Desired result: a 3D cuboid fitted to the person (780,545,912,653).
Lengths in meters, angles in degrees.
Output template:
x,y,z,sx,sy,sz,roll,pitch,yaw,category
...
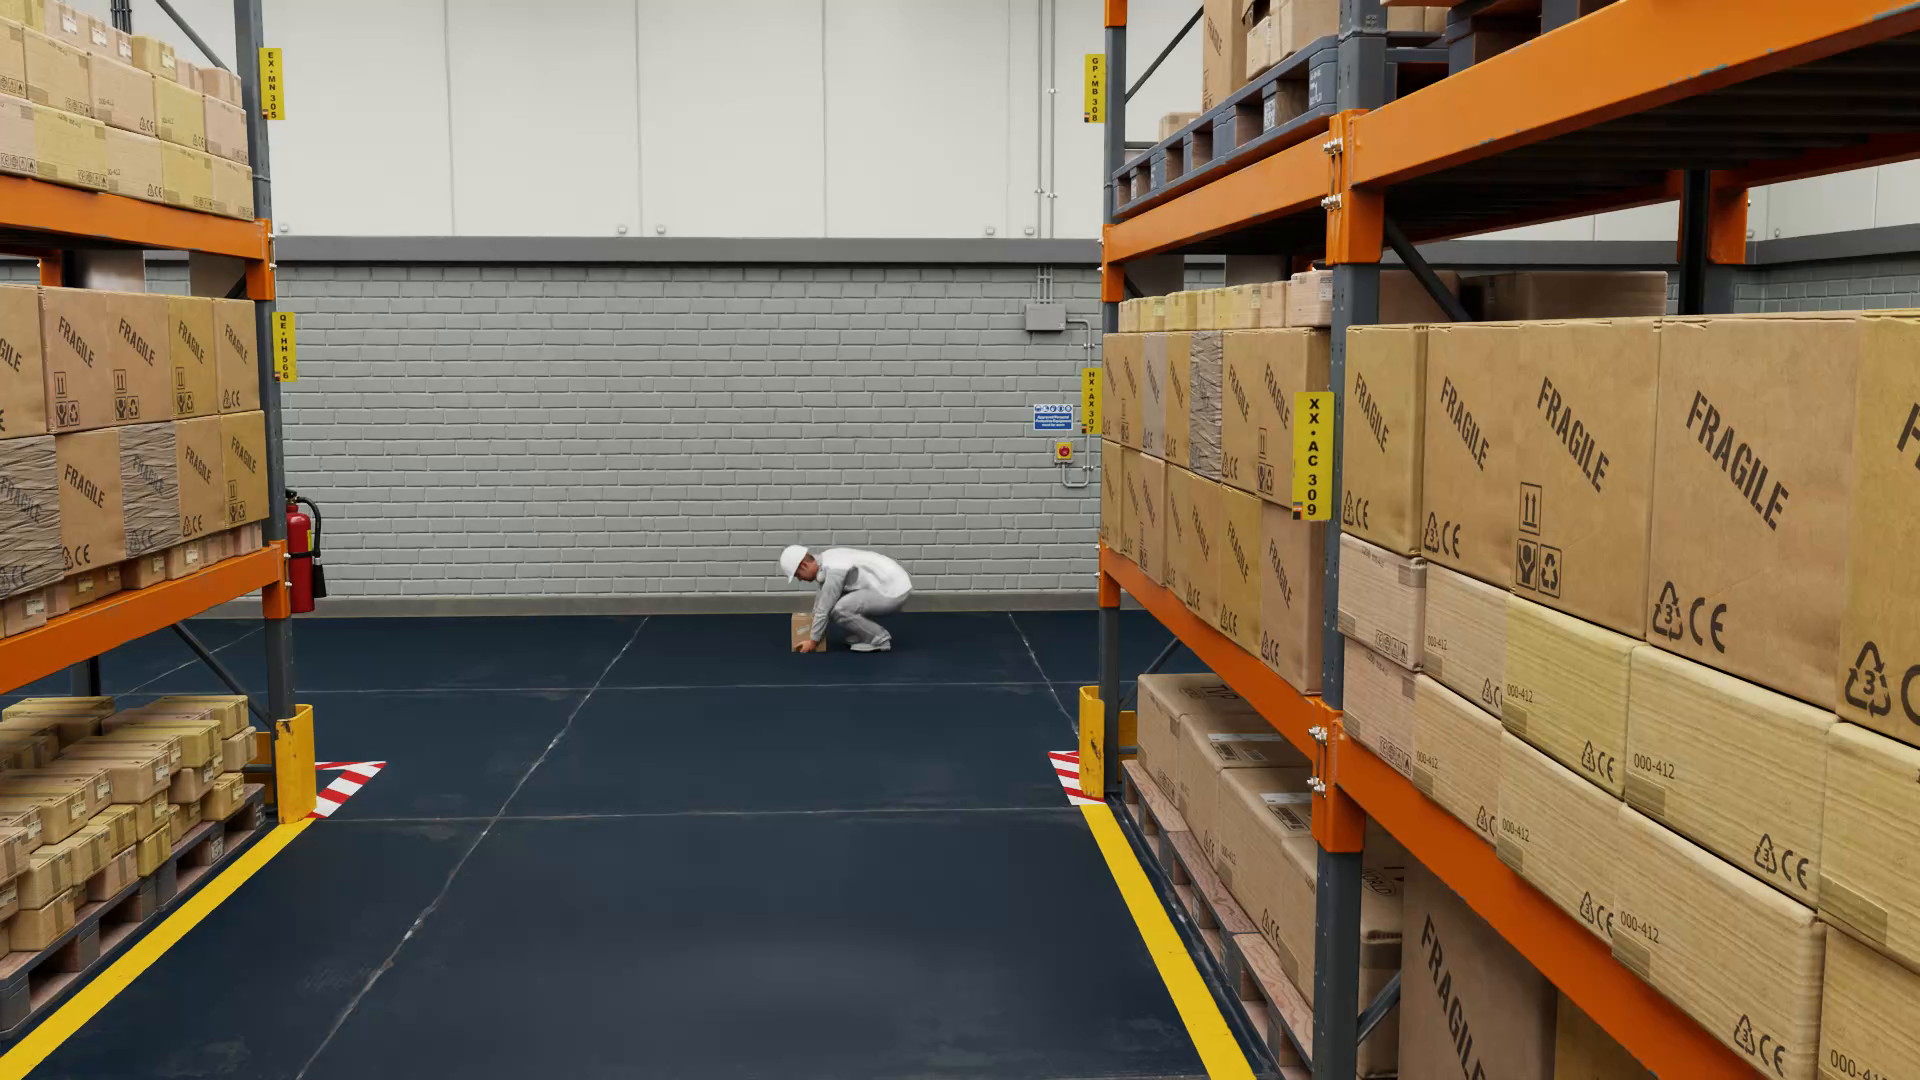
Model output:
x,y,z,sx,sy,sz,roll,pitch,yaw,category
-0.840,0.454,12.307,0.967,0.849,0.511,-1,7,-5,person
